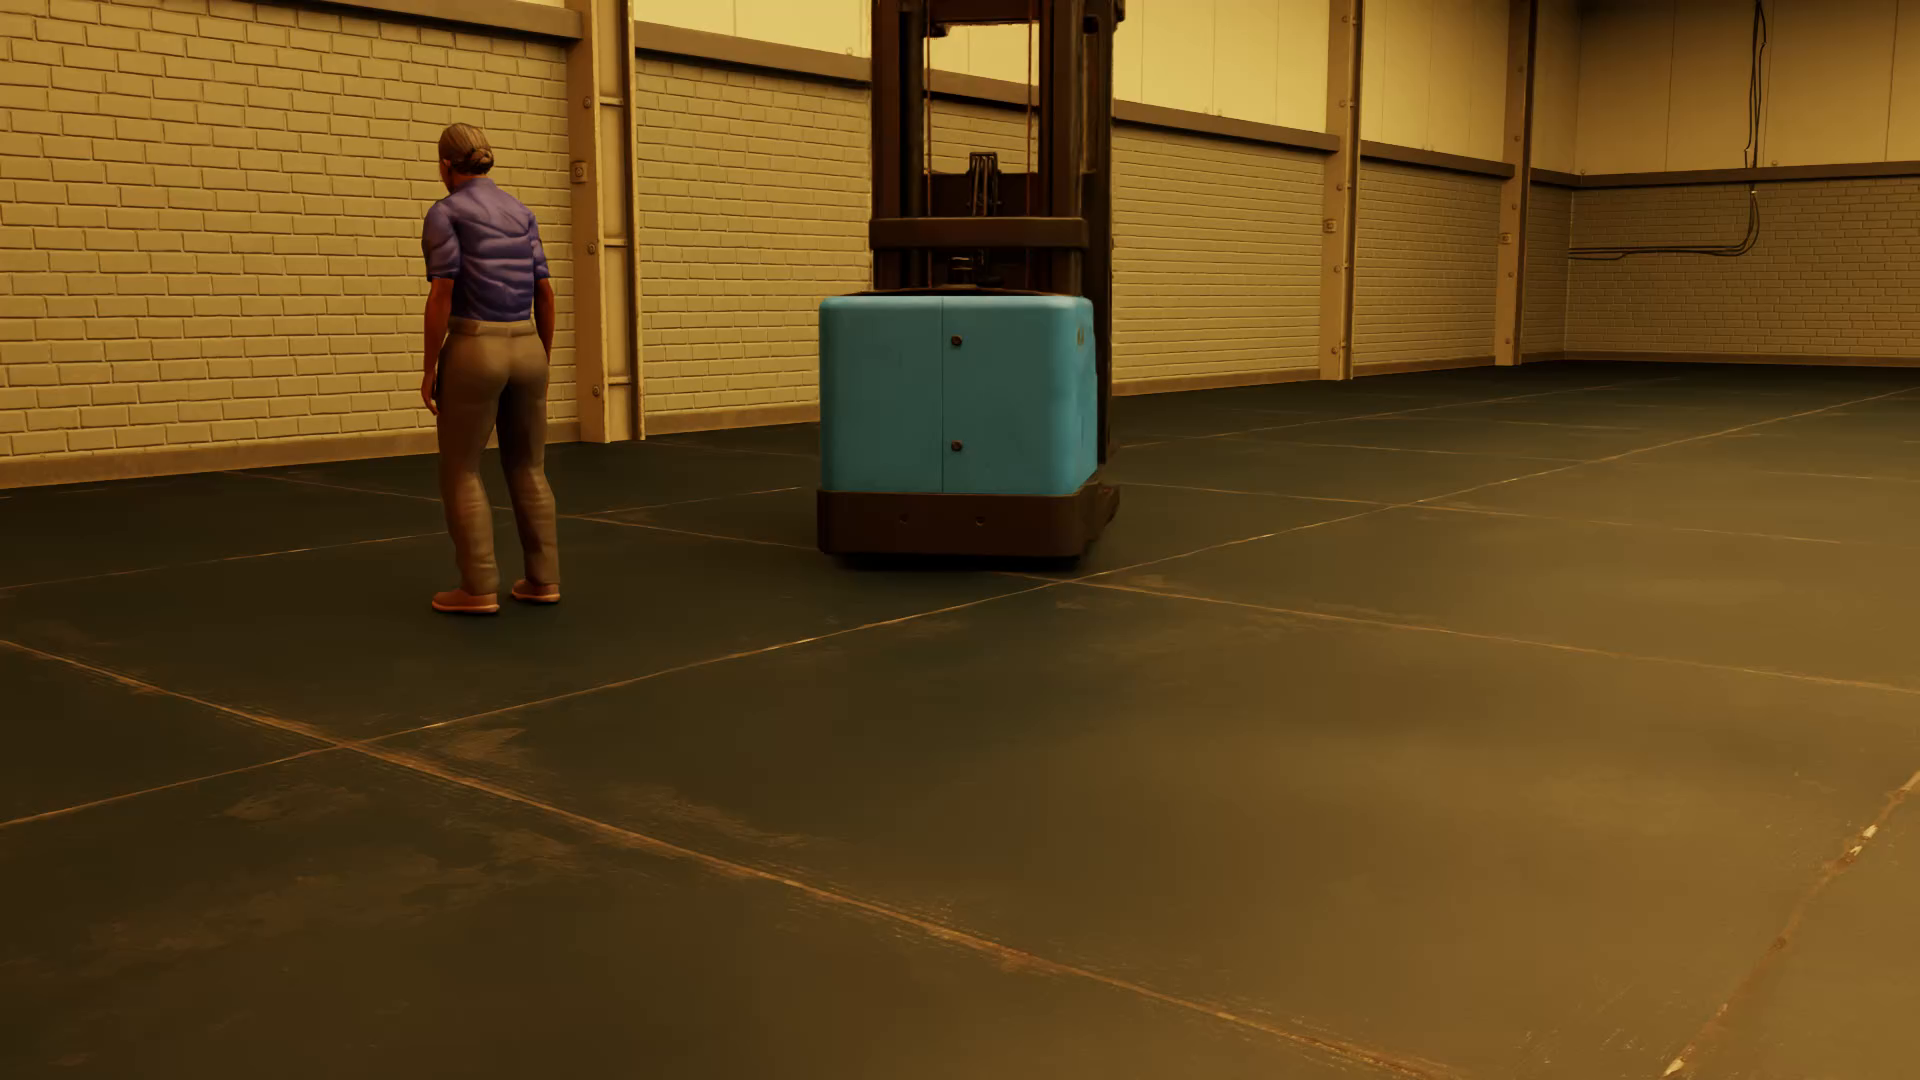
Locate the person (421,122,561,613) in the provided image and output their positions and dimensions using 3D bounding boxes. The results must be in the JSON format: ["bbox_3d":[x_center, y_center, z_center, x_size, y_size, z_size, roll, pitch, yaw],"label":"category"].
[{"bbox_3d":[-1.612,-0.583,5.684,0.352,1.653,0.507,7,11,41],"label":"person"}]

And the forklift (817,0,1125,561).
[{"bbox_3d":[0.184,-1.538,7.793,1.130,2.935,3.031,1,8,10],"label":"forklift"}]
